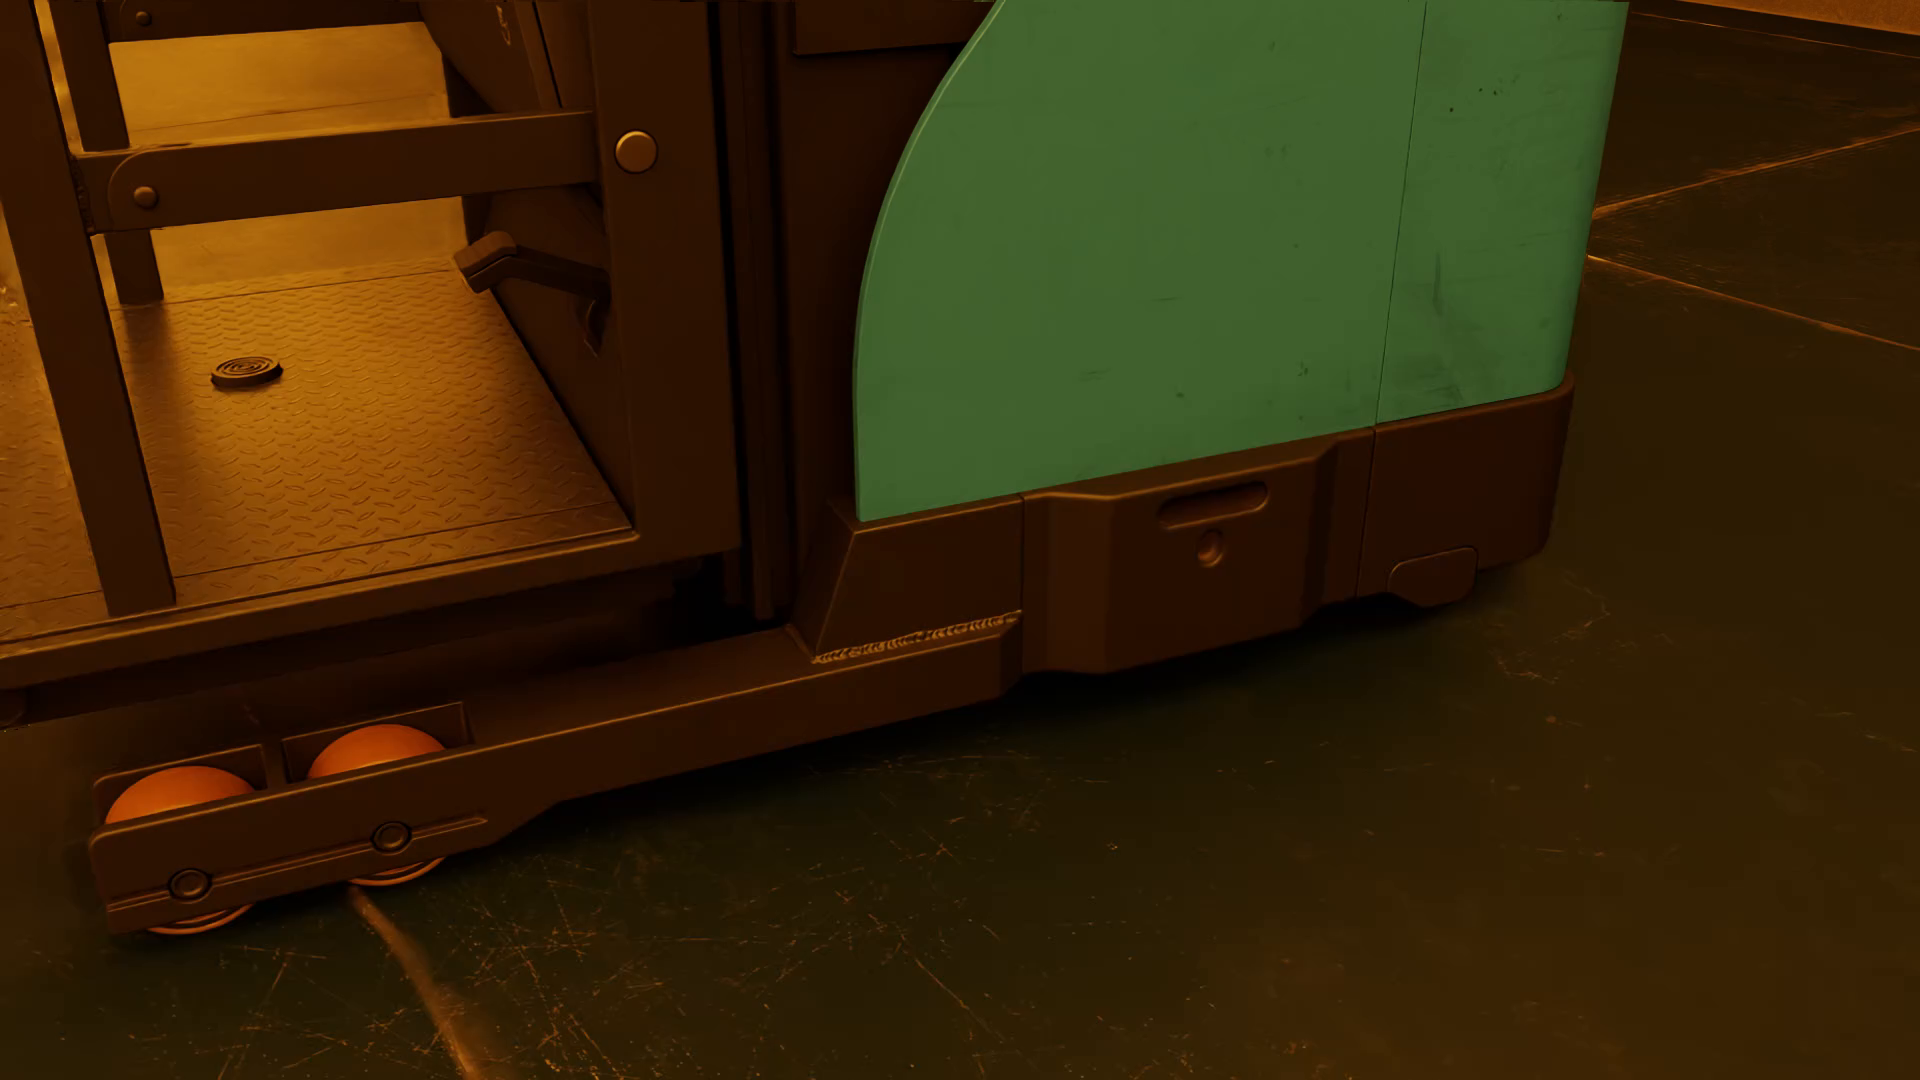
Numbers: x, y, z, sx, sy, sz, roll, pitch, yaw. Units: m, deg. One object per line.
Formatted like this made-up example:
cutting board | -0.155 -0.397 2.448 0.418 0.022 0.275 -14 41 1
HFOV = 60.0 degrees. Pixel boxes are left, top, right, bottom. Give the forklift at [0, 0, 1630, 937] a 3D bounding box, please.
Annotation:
forklift | -0.731 -1.178 1.579 3.031 2.935 1.130 -11 29 -21
